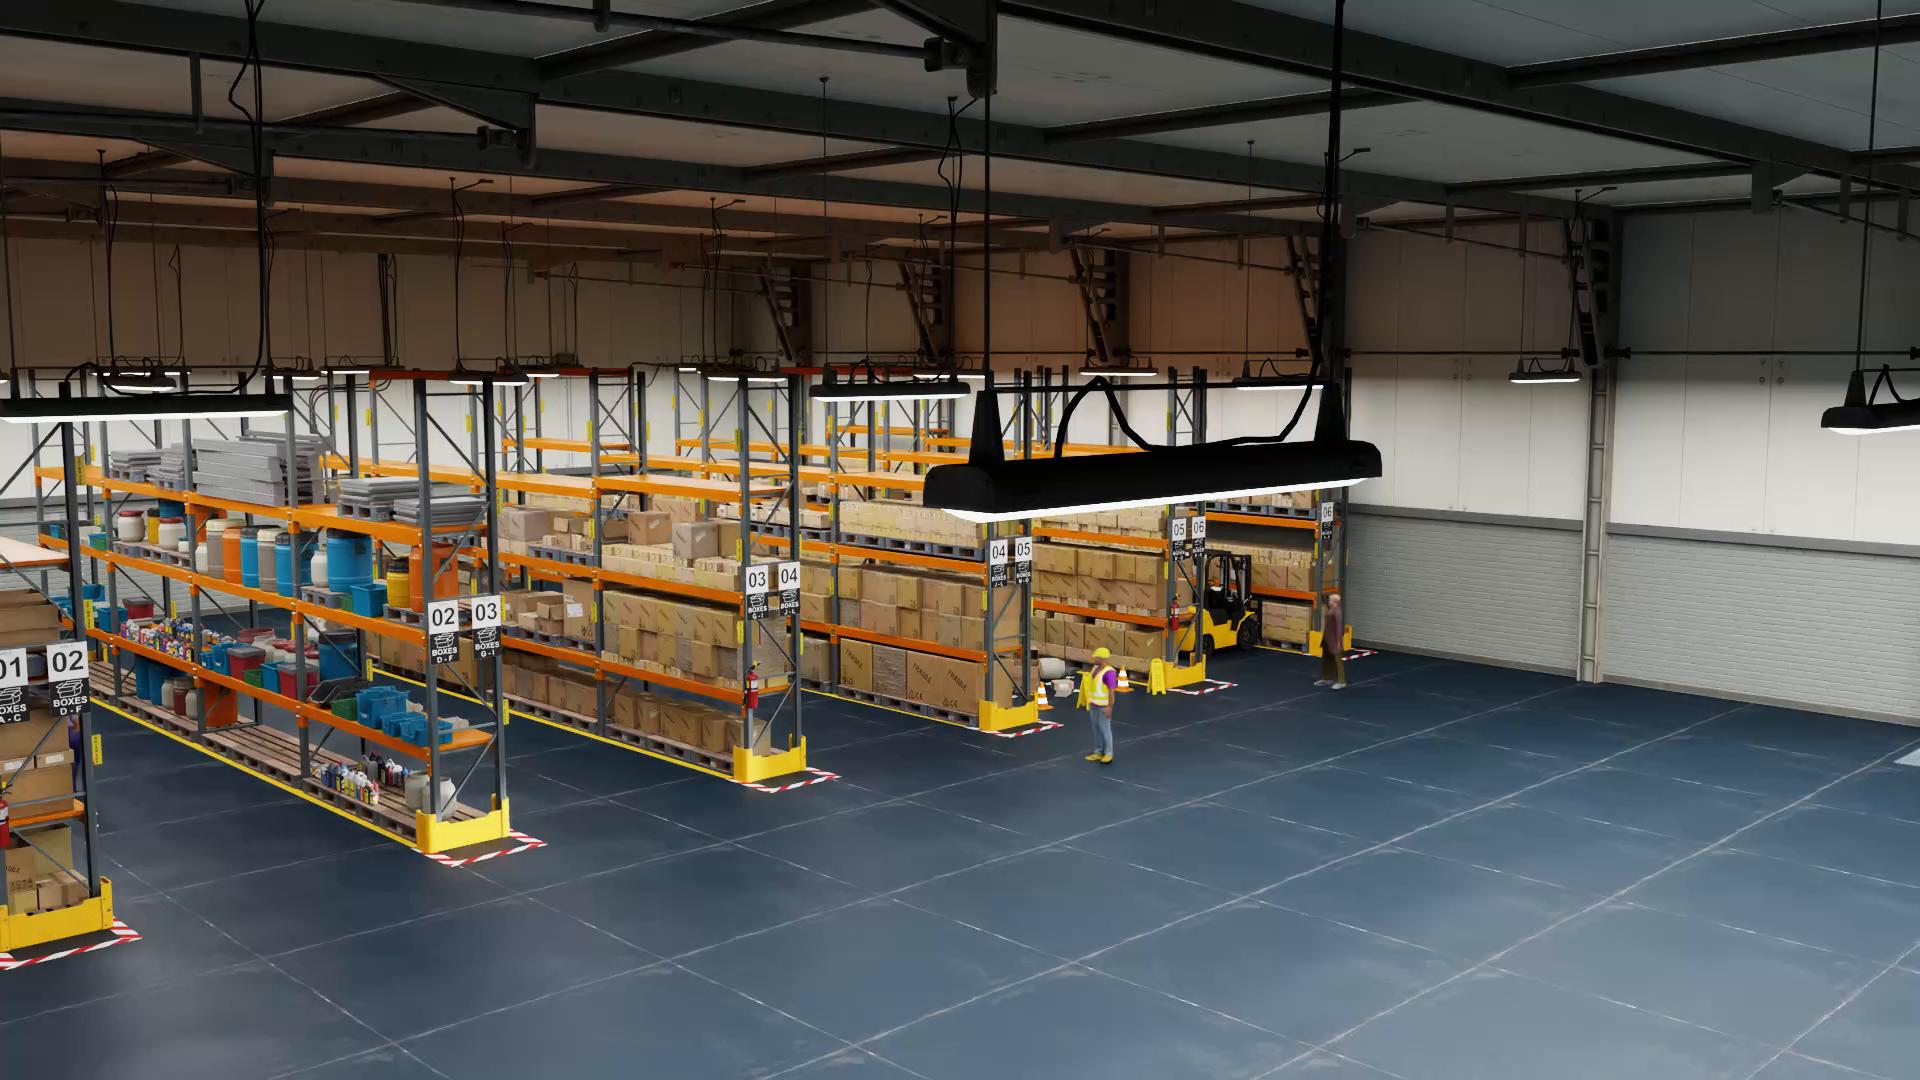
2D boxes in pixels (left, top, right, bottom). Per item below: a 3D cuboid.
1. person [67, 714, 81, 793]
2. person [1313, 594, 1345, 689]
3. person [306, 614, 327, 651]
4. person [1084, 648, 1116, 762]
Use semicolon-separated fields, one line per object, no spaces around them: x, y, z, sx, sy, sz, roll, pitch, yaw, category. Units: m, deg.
-12.723;2.854;23.714;0.505;1.671;0.466;-1;6;-6;person
7.012;1.898;31.410;0.480;1.801;0.767;-1;7;-12;person
-12.267;1.904;31.857;0.541;1.665;0.414;3;7;25;person
2.191;2.552;25.758;0.360;1.784;0.631;-4;8;-33;person
